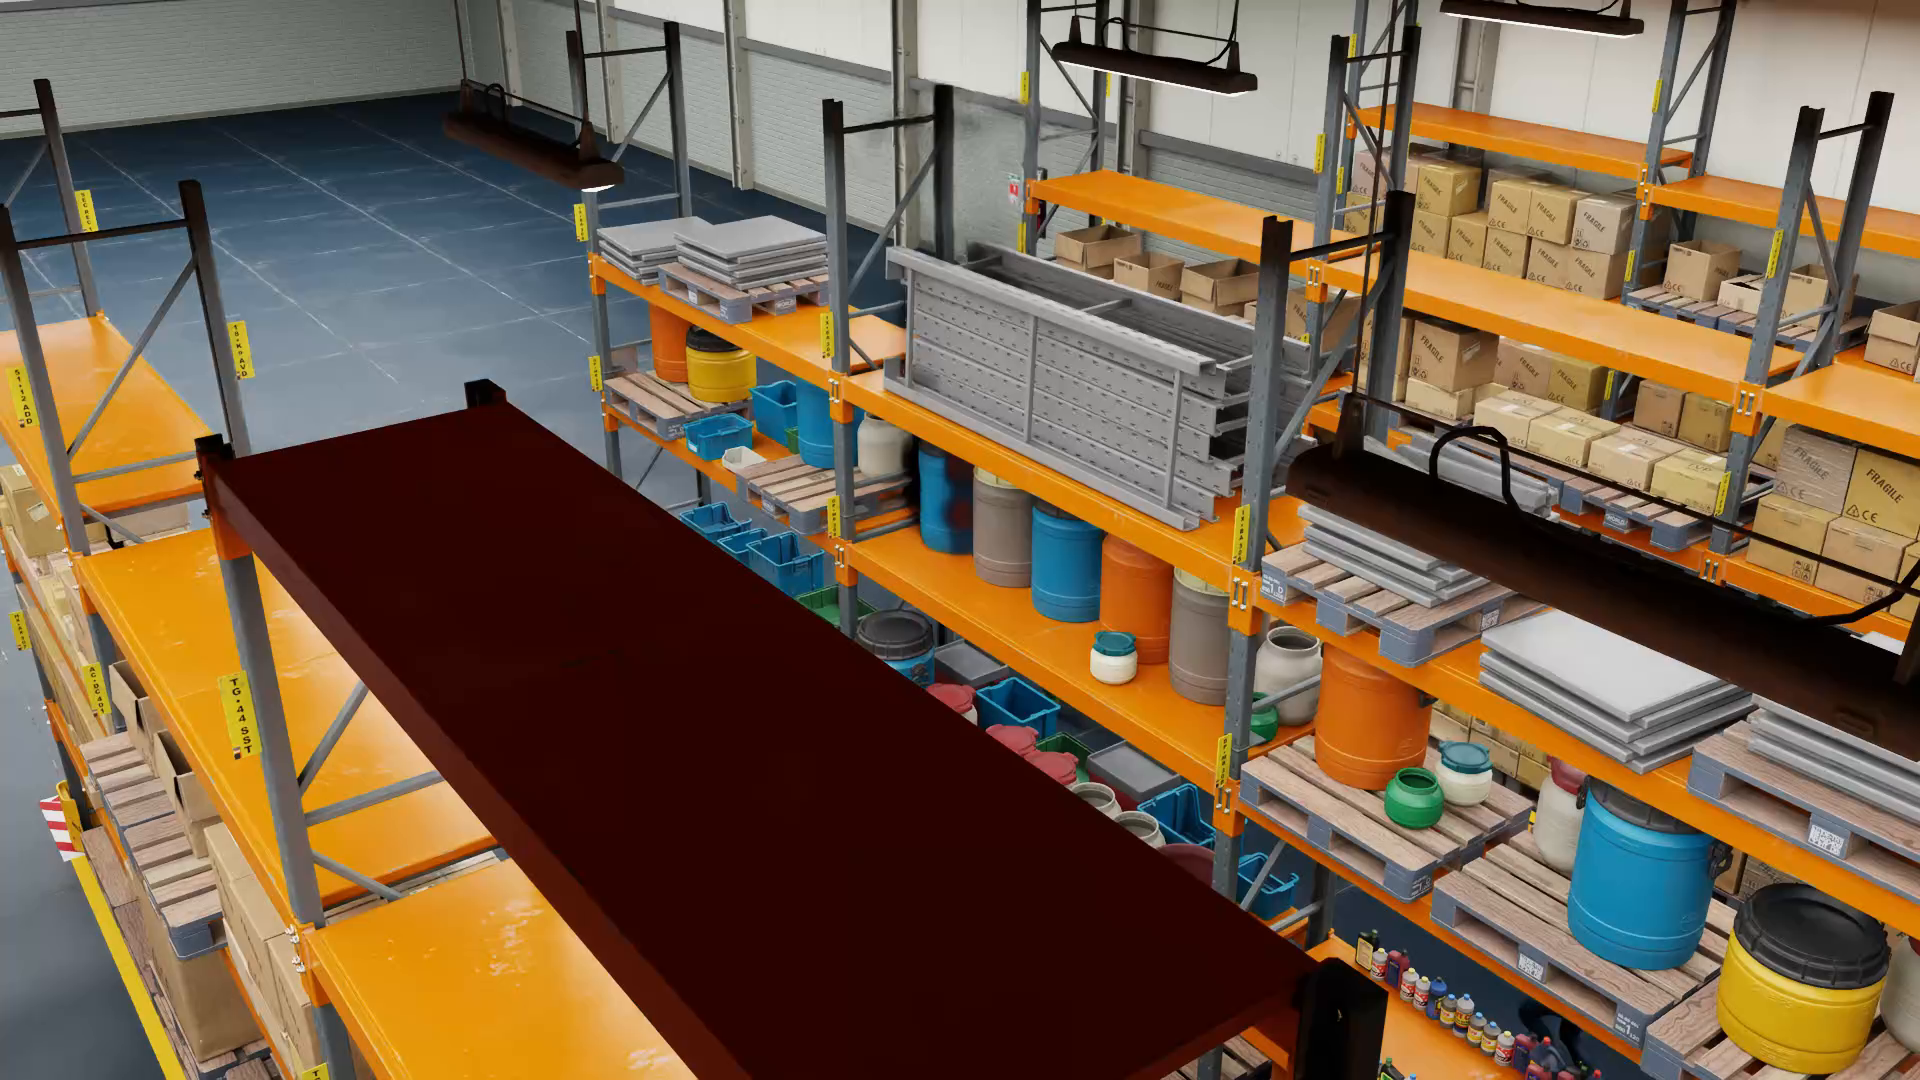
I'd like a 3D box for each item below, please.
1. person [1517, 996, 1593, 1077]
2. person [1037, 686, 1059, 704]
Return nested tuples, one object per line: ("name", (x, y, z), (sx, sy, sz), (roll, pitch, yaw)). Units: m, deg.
("person", (3.938, 2.941, 10.741), (0.546, 1.564, 0.635), (-15, 29, -29))
("person", (0.718, 0.686, 15.392), (0.603, 1.739, 0.664), (20, 31, 37))
